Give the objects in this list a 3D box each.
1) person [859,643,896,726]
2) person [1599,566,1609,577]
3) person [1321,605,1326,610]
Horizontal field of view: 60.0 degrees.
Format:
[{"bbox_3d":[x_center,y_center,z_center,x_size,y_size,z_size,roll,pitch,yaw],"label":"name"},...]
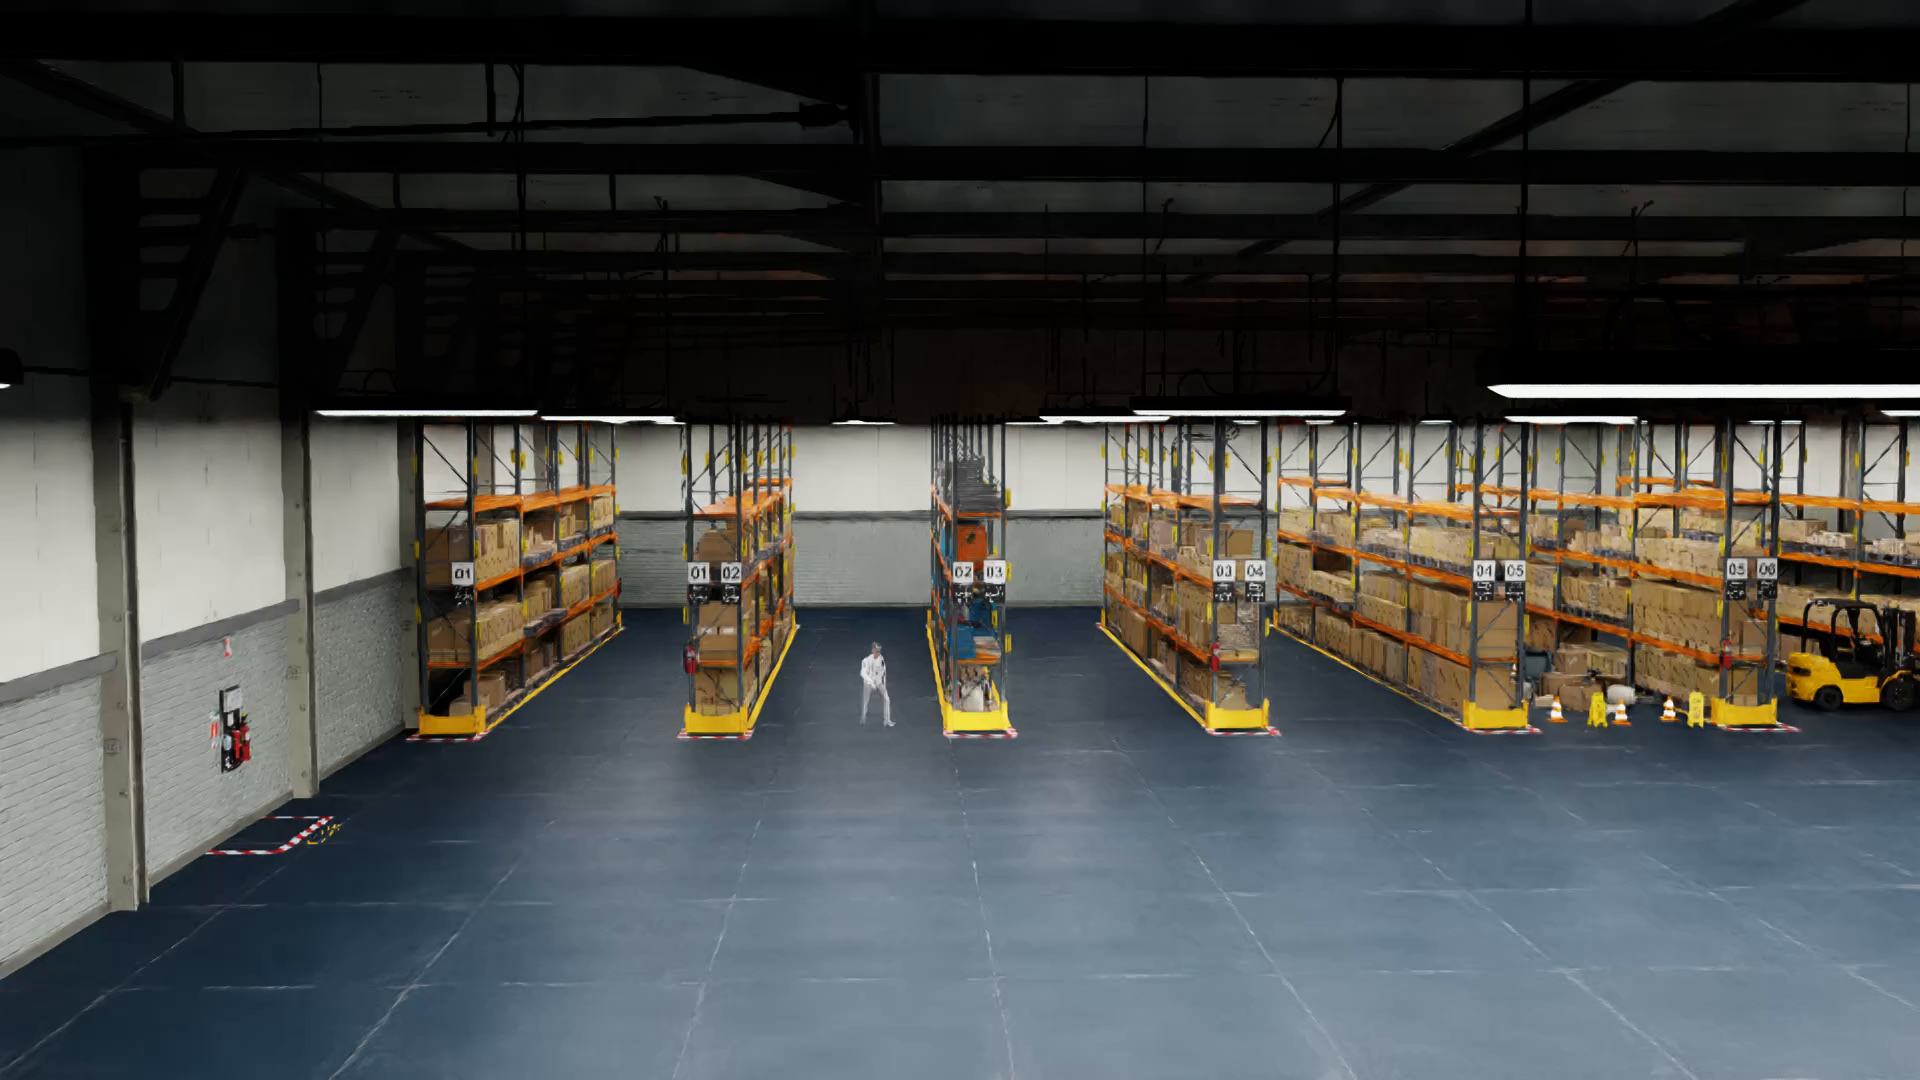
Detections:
[{"bbox_3d":[-1.636,2.749,31.766,0.632,1.620,0.755,-2,4,-23],"label":"person"},{"bbox_3d":[19.203,1.570,49.506,0.518,1.591,0.469,-3,5,-37],"label":"person"},{"bbox_3d":[11.254,1.347,51.339,0.587,1.780,0.573,3,5,33],"label":"person"}]
